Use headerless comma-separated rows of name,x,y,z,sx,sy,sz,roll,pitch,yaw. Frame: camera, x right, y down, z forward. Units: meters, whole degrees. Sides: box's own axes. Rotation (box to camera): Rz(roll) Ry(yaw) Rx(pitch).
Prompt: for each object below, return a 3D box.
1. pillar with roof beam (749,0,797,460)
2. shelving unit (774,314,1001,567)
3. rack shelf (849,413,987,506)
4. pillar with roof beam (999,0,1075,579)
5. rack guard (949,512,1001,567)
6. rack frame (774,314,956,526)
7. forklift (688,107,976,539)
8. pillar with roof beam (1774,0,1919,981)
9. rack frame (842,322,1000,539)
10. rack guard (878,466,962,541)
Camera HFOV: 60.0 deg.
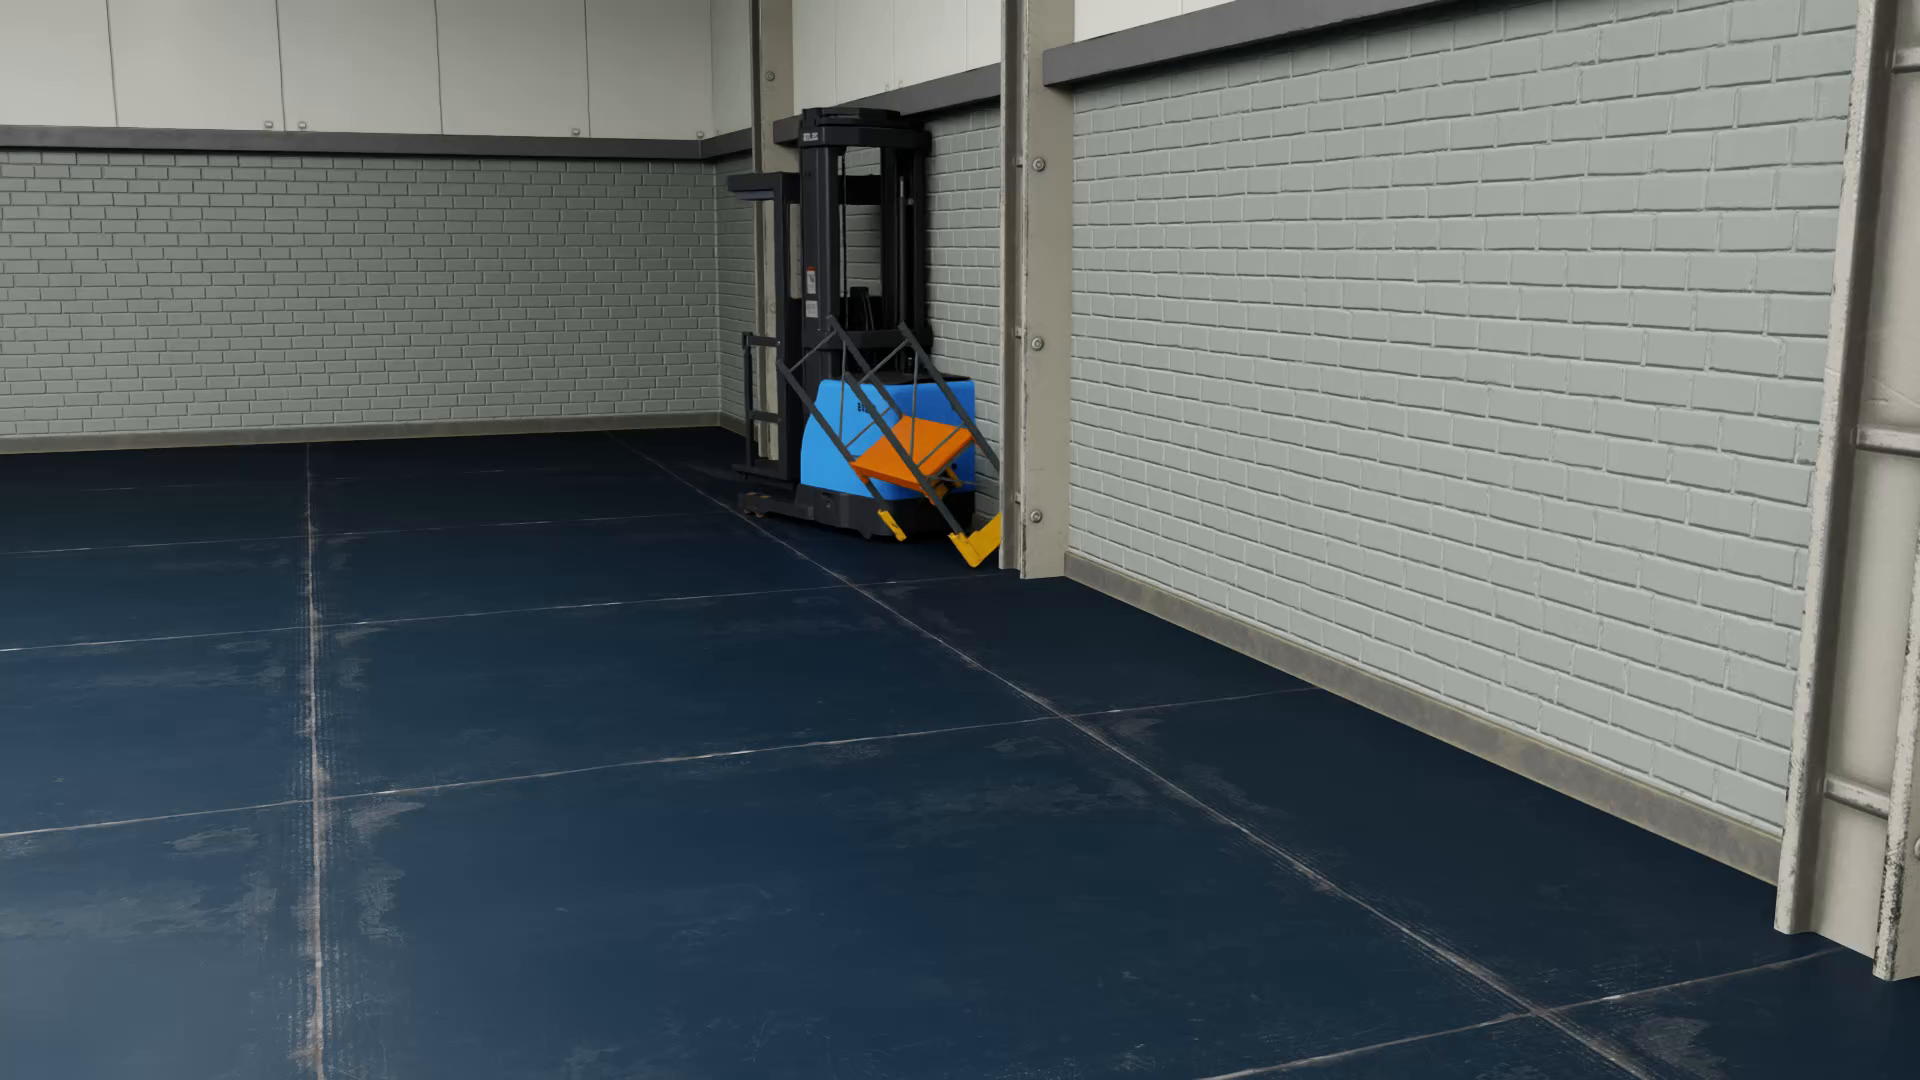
pillar with roof beam,-5.731,-4.941,13.505,9.100,9.000,0.400,-4,11,-21
shelving unit,-0.356,-0.657,10.533,0.587,1.500,1.083,-43,27,-16
rack shelf,-0.266,-0.527,10.619,0.538,0.185,1.000,-43,27,-16
pillar with roof beam,-3.557,-3.962,7.999,9.100,9.000,0.400,-4,11,-21
rack guard,0.214,-0.120,10.376,0.587,0.250,0.087,-43,27,-16
rack frame,-0.606,-0.741,10.978,0.500,1.500,0.032,-43,27,-16
forklift,-1.018,-1.657,12.364,1.130,2.935,3.031,-8,13,-38
pillar with roof beam,-1.382,-2.983,2.493,9.100,9.000,0.400,-4,11,-21
rack frame,-0.115,-0.576,10.104,0.500,1.500,0.032,-43,27,-16
rack guard,-0.268,-0.281,11.233,0.587,0.250,0.087,-43,27,-16
